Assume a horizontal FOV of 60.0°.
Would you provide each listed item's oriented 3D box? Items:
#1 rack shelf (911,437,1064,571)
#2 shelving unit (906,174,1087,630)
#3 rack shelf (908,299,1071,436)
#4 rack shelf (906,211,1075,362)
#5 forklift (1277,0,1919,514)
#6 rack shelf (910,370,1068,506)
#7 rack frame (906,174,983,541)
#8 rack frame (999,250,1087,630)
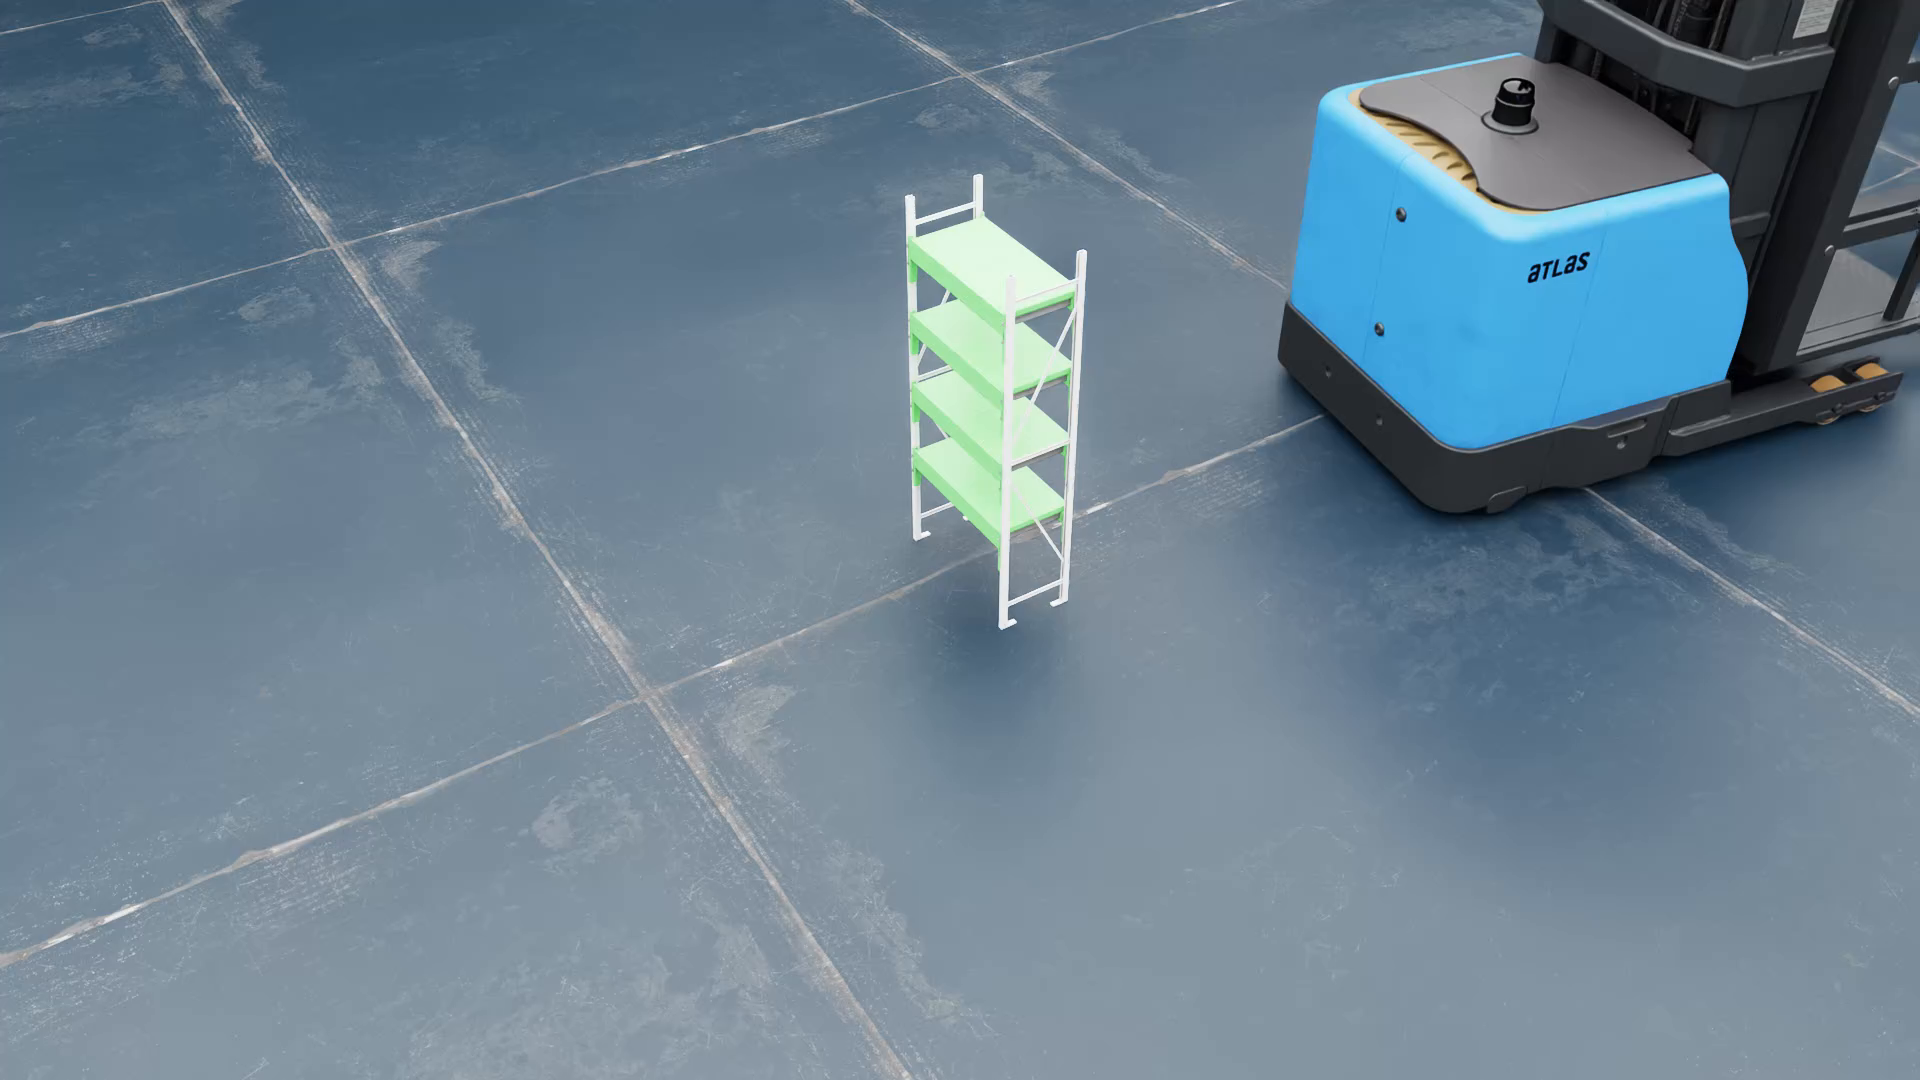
[{"bbox_3d":[0.089,-0.138,4.953,0.258,0.148,0.480,-22,45,-24],"label":"rack shelf"},{"bbox_3d":[0.089,-0.372,4.759,0.258,1.200,0.503,-22,45,-24],"label":"shelving unit"},{"bbox_3d":[0.089,-0.507,4.646,0.258,0.148,0.480,-22,45,-24],"label":"rack shelf"},{"bbox_3d":[0.089,-0.691,4.492,0.258,0.148,0.480,-22,45,-24],"label":"rack shelf"},{"bbox_3d":[2.696,-1.820,5.144,3.031,2.935,1.130,-15,42,-17],"label":"forklift"},{"bbox_3d":[0.089,-0.323,4.800,0.258,0.148,0.480,-22,45,-24],"label":"rack shelf"},{"bbox_3d":[-0.042,-0.503,4.917,0.240,1.200,0.015,-22,45,-24],"label":"rack frame"},{"bbox_3d":[0.220,-0.240,4.601,0.240,1.200,0.015,-22,45,-24],"label":"rack frame"}]
